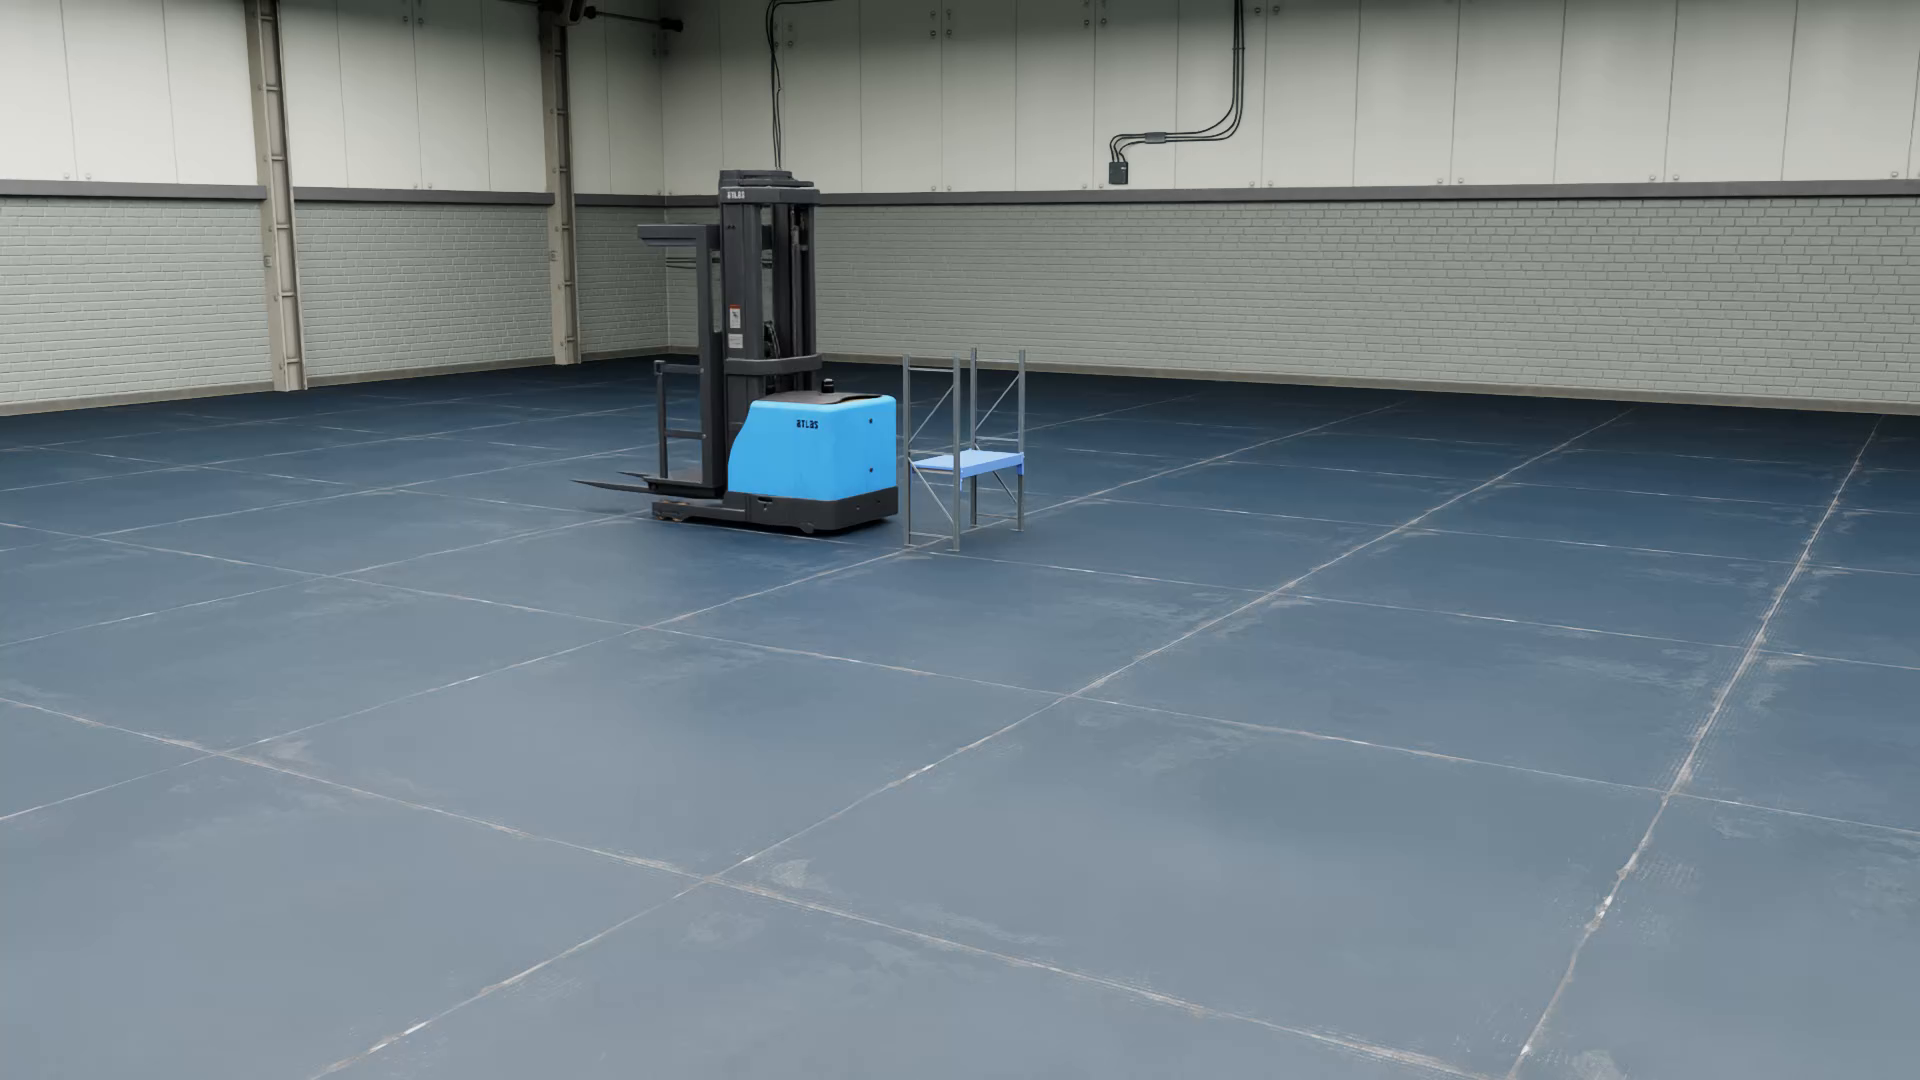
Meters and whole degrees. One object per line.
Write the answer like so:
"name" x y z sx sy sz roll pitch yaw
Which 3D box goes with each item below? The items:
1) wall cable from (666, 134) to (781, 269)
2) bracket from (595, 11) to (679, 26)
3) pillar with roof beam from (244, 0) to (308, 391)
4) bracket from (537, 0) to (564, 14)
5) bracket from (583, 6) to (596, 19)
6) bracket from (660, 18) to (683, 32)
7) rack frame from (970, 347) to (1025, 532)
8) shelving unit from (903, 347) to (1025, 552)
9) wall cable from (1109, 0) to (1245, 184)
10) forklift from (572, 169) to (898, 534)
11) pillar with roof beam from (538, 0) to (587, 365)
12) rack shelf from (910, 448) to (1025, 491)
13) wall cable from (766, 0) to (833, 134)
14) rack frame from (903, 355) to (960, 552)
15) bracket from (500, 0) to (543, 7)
"wall cable" -4.619 -6.508 32.115 3.097 2.526 0.112 6 12 31
"bracket" -5.836 -9.778 31.360 0.076 0.066 3.189 6 12 31
"pillar with roof beam" -6.714 -6.342 22.792 9.100 9.000 0.400 6 12 31
"bracket" -7.191 -9.367 29.168 0.235 0.232 0.430 6 12 31
"bracket" -6.760 -9.498 29.866 0.235 0.232 0.430 6 12 31
"bracket" -5.529 -9.871 31.857 0.235 0.232 0.430 6 12 31
"rack frame" 0.308 -0.831 13.729 0.500 1.500 0.032 6 12 31
"shelving unit" 0.044 -0.751 13.302 0.538 1.500 1.048 6 12 31
"wall cable" 3.487 -8.796 26.659 2.305 6.003 0.169 6 12 31
"forklift" -2.051 -1.669 14.319 3.031 2.935 1.130 6 12 31
"pillar with roof beam" -3.599 -7.286 27.832 9.100 9.000 0.548 6 12 31
"rack shelf" 0.044 -0.574 13.335 0.538 0.185 1.000 6 12 31
"wall cable" -2.307 -8.732 30.270 3.097 2.526 0.112 6 12 31
"rack frame" -0.220 -0.671 12.875 0.500 1.500 0.032 6 12 31
"bracket" -8.528 -8.962 27.004 0.076 0.066 4.783 6 12 31
